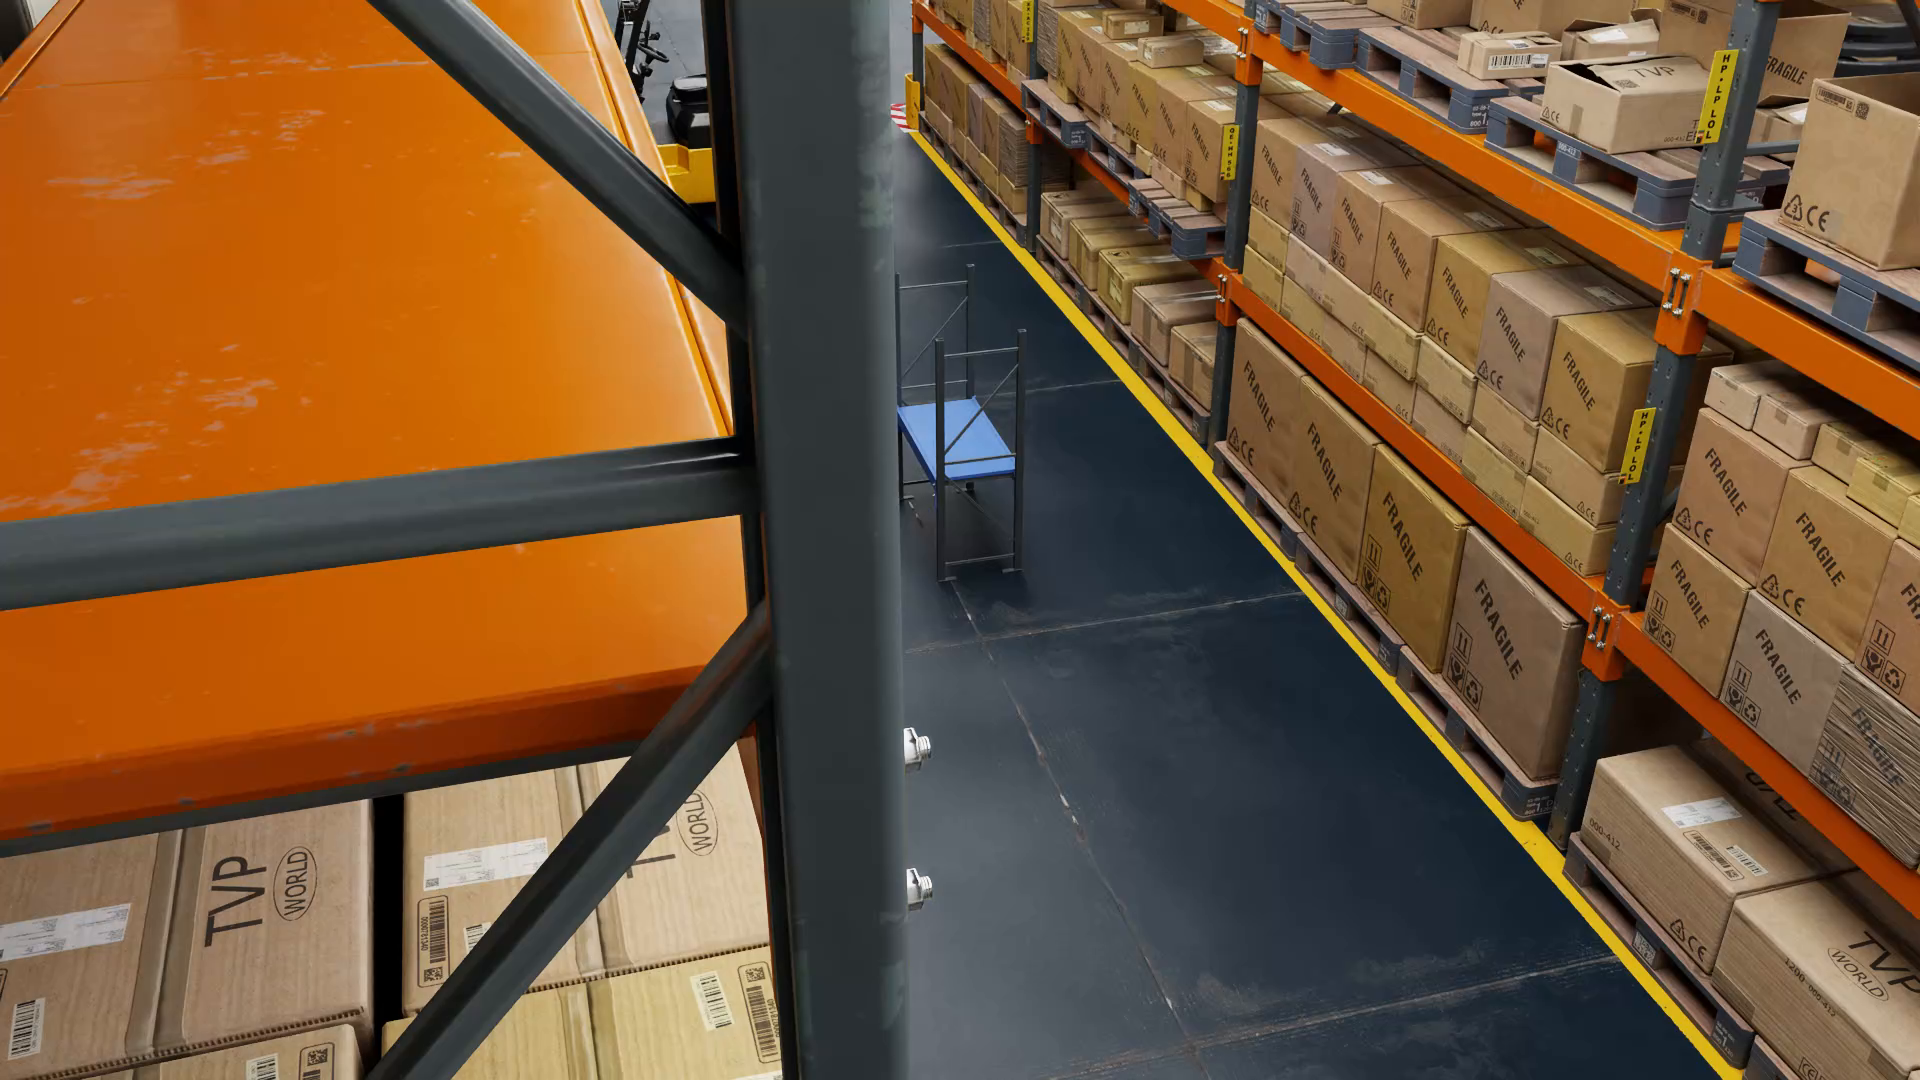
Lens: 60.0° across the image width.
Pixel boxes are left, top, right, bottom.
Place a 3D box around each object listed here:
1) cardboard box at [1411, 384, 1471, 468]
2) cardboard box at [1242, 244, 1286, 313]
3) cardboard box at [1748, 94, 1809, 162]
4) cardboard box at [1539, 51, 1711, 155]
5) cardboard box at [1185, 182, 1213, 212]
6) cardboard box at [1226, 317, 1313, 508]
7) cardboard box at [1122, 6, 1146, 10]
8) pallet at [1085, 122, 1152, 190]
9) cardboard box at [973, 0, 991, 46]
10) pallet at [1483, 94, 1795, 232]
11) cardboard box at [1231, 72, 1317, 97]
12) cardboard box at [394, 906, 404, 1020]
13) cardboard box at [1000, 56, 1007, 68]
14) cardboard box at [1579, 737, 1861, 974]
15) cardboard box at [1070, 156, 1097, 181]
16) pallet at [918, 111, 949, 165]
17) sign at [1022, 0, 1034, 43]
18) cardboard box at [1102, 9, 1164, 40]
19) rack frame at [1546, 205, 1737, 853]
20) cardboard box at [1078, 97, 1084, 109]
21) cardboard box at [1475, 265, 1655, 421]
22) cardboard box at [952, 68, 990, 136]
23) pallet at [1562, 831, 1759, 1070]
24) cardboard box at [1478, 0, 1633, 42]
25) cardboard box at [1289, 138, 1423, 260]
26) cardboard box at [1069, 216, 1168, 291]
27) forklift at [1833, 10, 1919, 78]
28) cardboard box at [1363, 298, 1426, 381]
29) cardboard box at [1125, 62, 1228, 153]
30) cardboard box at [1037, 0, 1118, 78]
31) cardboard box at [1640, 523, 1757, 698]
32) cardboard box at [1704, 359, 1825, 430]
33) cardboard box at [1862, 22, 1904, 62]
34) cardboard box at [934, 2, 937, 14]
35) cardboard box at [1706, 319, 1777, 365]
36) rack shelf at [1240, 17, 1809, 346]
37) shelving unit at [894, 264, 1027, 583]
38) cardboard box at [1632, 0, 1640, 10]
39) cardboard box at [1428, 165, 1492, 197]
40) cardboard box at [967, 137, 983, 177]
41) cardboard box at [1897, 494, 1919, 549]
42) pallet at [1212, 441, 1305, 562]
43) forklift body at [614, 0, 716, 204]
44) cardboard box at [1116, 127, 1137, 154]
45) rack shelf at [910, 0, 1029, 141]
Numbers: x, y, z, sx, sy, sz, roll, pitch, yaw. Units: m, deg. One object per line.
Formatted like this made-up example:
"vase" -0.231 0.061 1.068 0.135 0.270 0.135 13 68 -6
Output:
"cardboard box" 2.576 -0.588 8.153 0.500 0.250 0.500 -9 31 -15
"cardboard box" 2.014 -1.575 9.857 0.500 0.250 0.500 -8 31 -14
"cardboard box" 3.393 -1.688 6.623 0.396 0.266 0.258 -8 31 -14
"cardboard box" 2.752 -1.817 6.801 0.500 0.311 0.500 -8 31 -13
"cardboard box" 1.672 -2.230 10.670 0.380 0.149 0.250 -7 31 -13
"cardboard box" 2.230 -0.827 10.118 0.875 0.875 0.875 -8 31 -14
"cardboard box" 1.542 -3.763 12.673 0.500 0.500 0.500 -8 31 -13
"pallet" 1.562 -2.777 11.977 1.003 0.211 1.213 -8 31 -13
"cardboard box" 0.422 -4.693 14.698 0.500 0.500 0.500 -7 31 -12
"pallet" 2.897 -1.629 6.999 0.805 0.209 1.217 -9 31 -15
"cardboard box" 2.085 -2.762 10.943 0.500 0.500 0.500 -6 31 -11
"cardboard box" -1.063 0.829 2.412 0.500 0.250 0.500 -8 31 -13
"cardboard box" 0.566 -4.226 14.538 0.380 0.149 0.250 -8 31 -14
"cardboard box" 3.251 1.267 6.936 0.875 0.438 0.875 -8 31 -14
"cardboard box" 1.169 -3.479 14.574 0.500 0.500 0.500 -6 31 -11
"pallet" 0.205 -4.133 16.911 1.003 0.211 1.213 -8 31 -13
"sign" 0.544 -4.140 13.276 0.100 0.325 0.005 -8 31 -13
"cardboard box" 1.236 -3.691 11.900 0.380 0.149 0.250 -6 31 -10
"rack frame" 3.188 0.022 6.948 1.000 3.000 0.127 -8 31 -13
"cardboard box" 1.114 -3.357 12.618 0.380 0.149 0.250 -6 31 -10
"cardboard box" 2.683 -0.885 7.418 0.500 0.500 0.500 -7 31 -12
"cardboard box" 0.226 -4.157 15.745 0.500 0.500 0.500 -7 31 -12
"pallet" 3.315 1.607 6.994 1.003 0.211 1.213 -8 31 -13
"cardboard box" 2.874 -2.620 8.000 0.500 0.500 0.500 -8 31 -13
"cardboard box" 2.163 -1.877 9.131 0.500 0.500 0.500 -8 31 -13
"cardboard box" 1.401 -2.286 13.141 0.950 0.372 0.625 -6 31 -10
"forklift" 4.885 -1.784 10.138 1.130 2.935 3.031 -7 31 -11
"cardboard box" 2.401 -1.045 8.442 0.500 0.250 0.500 -7 31 -12
"cardboard box" 1.455 -2.938 11.247 0.500 0.500 0.500 -10 32 -17
"cardboard box" 0.913 -3.931 12.962 0.500 0.500 0.500 -7 31 -12
"cardboard box" 3.060 0.240 6.472 0.500 0.500 0.500 -7 31 -12
"cardboard box" 3.022 -0.548 6.187 0.380 0.149 0.250 -8 31 -14
"cardboard box" 6.763 -3.311 11.609 0.700 0.500 0.500 -8 31 -14
"cardboard box" -0.033 -5.214 16.246 0.380 0.149 0.250 -9 31 -15
"cardboard box" 3.349 -0.705 7.106 0.500 0.500 0.500 -7 31 -13
"rack shelf" 2.657 -1.931 8.046 1.077 0.370 4.000 -8 31 -13
"shelving unit" -0.023 -0.690 9.677 0.538 1.500 1.048 -8 31 -13
"cardboard box" 5.948 -4.786 14.157 0.700 0.500 0.500 -8 31 -14
"cardboard box" 2.785 -1.683 8.797 0.500 0.500 0.500 -8 31 -13
"cardboard box" 0.367 -3.585 15.506 0.500 0.250 0.500 -7 31 -13
"cardboard box" 3.263 -0.048 5.324 0.380 0.149 0.250 -9 31 -15
"pallet" 2.263 -0.312 10.309 1.003 0.211 1.213 -8 31 -13
"forklift body" -2.519 -4.071 14.868 2.313 2.155 1.214 -8 31 -13
"cardboard box" 1.325 -2.848 11.738 0.380 0.149 0.250 -9 31 -15
"rack shelf" 0.534 -4.496 15.473 1.077 0.370 4.000 -8 31 -13
